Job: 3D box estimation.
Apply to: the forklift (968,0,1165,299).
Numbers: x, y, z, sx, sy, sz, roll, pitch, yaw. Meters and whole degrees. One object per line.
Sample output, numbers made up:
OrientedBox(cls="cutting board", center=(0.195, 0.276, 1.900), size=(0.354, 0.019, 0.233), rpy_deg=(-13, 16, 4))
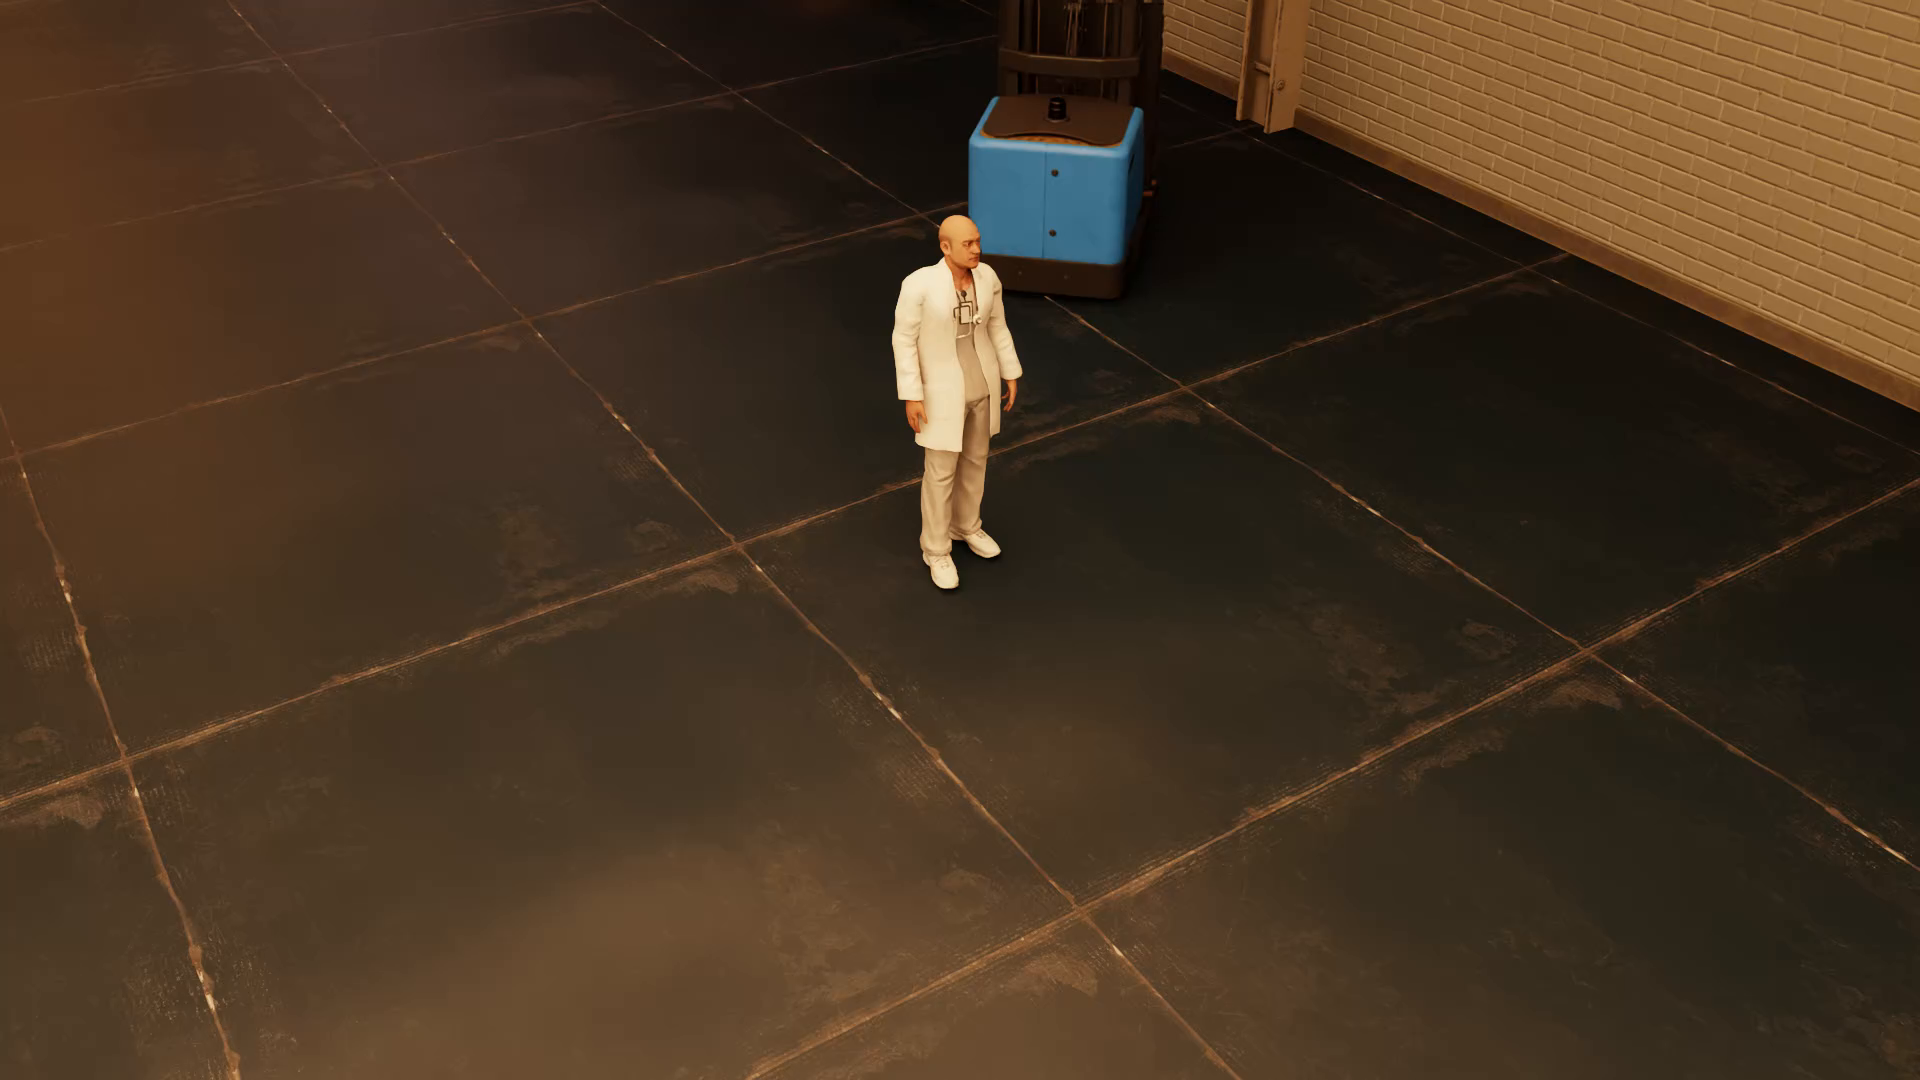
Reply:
OrientedBox(cls="forklift", center=(0.853, -3.606, 11.280), size=(1.130, 2.935, 3.031), rpy_deg=(7, 36, 10))

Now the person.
OrientedBox(cls="person", center=(0.045, -0.688, 8.118), size=(0.696, 1.775, 0.581), rpy_deg=(-21, 40, -27))
